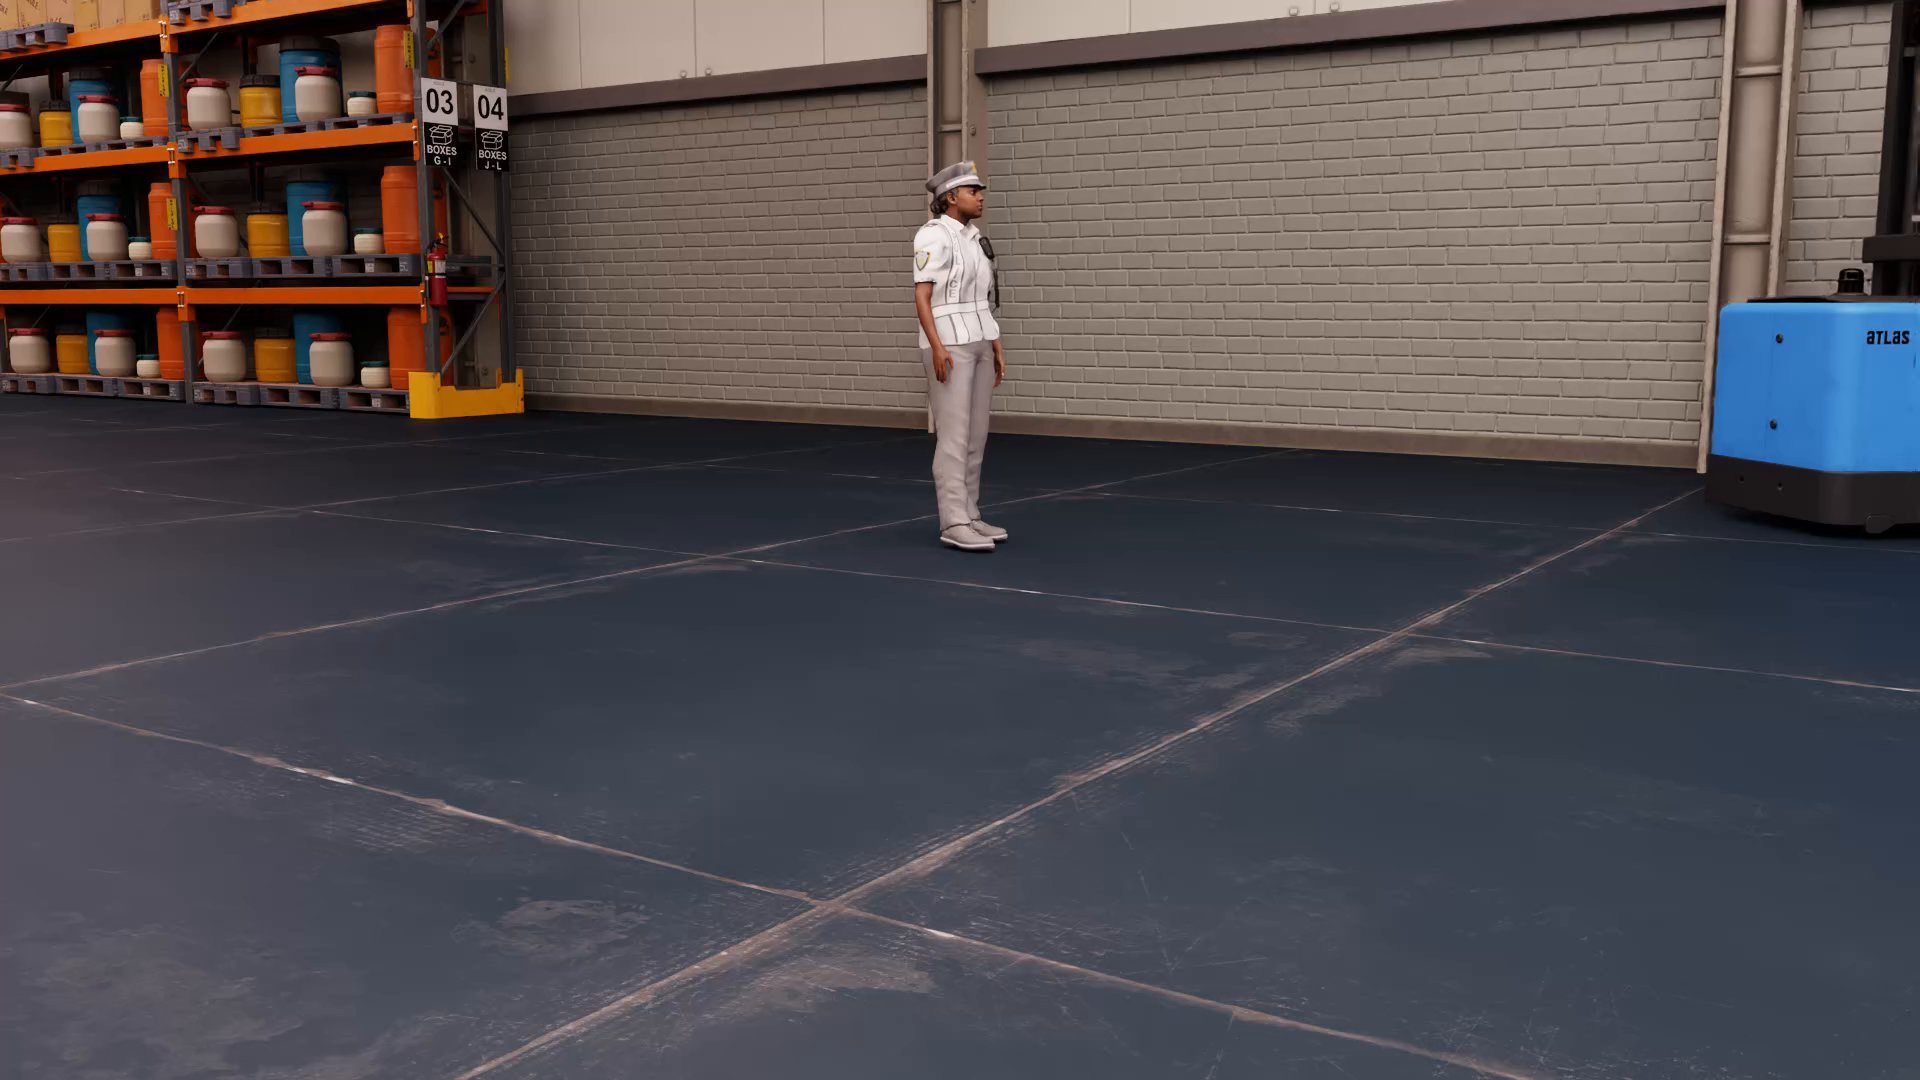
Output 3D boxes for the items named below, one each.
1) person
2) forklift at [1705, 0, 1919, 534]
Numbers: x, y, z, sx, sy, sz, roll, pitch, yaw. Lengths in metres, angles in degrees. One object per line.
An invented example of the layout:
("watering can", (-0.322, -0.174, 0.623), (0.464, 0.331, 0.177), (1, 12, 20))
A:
("person", (0.051, -0.838, 7.425), (0.528, 1.695, 0.569), (5, 10, 34))
("forklift", (5.373, -1.548, 8.081), (3.031, 2.935, 1.130), (-1, 8, -8))
